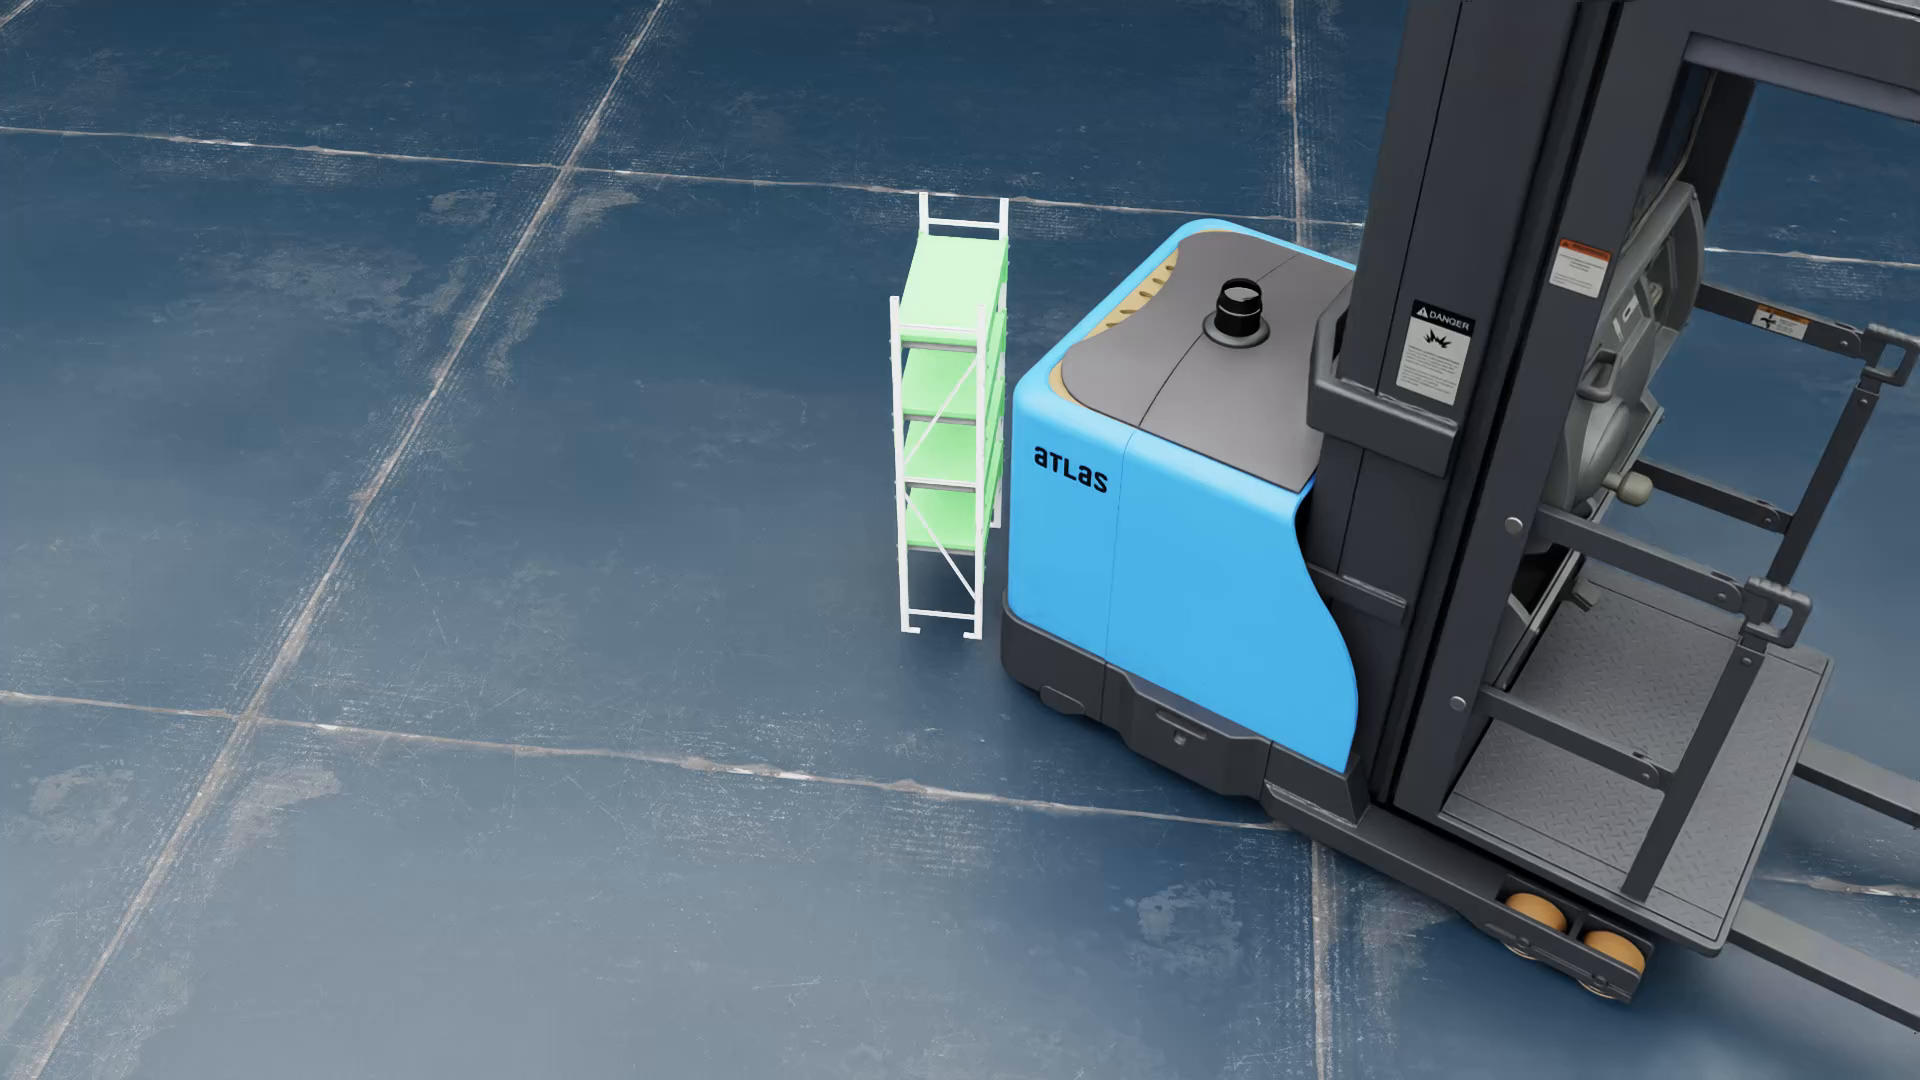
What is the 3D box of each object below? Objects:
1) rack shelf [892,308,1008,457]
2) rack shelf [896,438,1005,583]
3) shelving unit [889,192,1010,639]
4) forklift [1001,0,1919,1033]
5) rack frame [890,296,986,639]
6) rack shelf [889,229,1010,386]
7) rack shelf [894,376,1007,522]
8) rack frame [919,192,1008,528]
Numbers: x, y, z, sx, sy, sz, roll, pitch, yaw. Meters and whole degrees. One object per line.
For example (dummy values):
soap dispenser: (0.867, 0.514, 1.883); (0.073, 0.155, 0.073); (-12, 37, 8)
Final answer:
rack shelf: (-0.022, -0.451, 4.597); (0.258, 0.148, 0.480); (5, 44, 6)
rack shelf: (-0.022, -0.102, 4.927); (0.258, 0.148, 0.480); (5, 44, 6)
shelving unit: (-0.022, -0.323, 4.718); (0.258, 1.200, 0.503); (5, 44, 6)
forklift: (1.624, -0.367, 3.506); (3.031, 2.935, 1.130); (25, 49, 24)
rack frame: (-0.054, -0.157, 4.543); (0.240, 1.200, 0.015); (5, 44, 6)
rack shelf: (-0.022, -0.625, 4.432); (0.258, 0.148, 0.480); (5, 44, 6)
rack shelf: (-0.022, -0.276, 4.762); (0.258, 0.148, 0.480); (5, 44, 6)
rack frame: (0.010, -0.489, 4.894); (0.240, 1.200, 0.015); (5, 44, 6)
